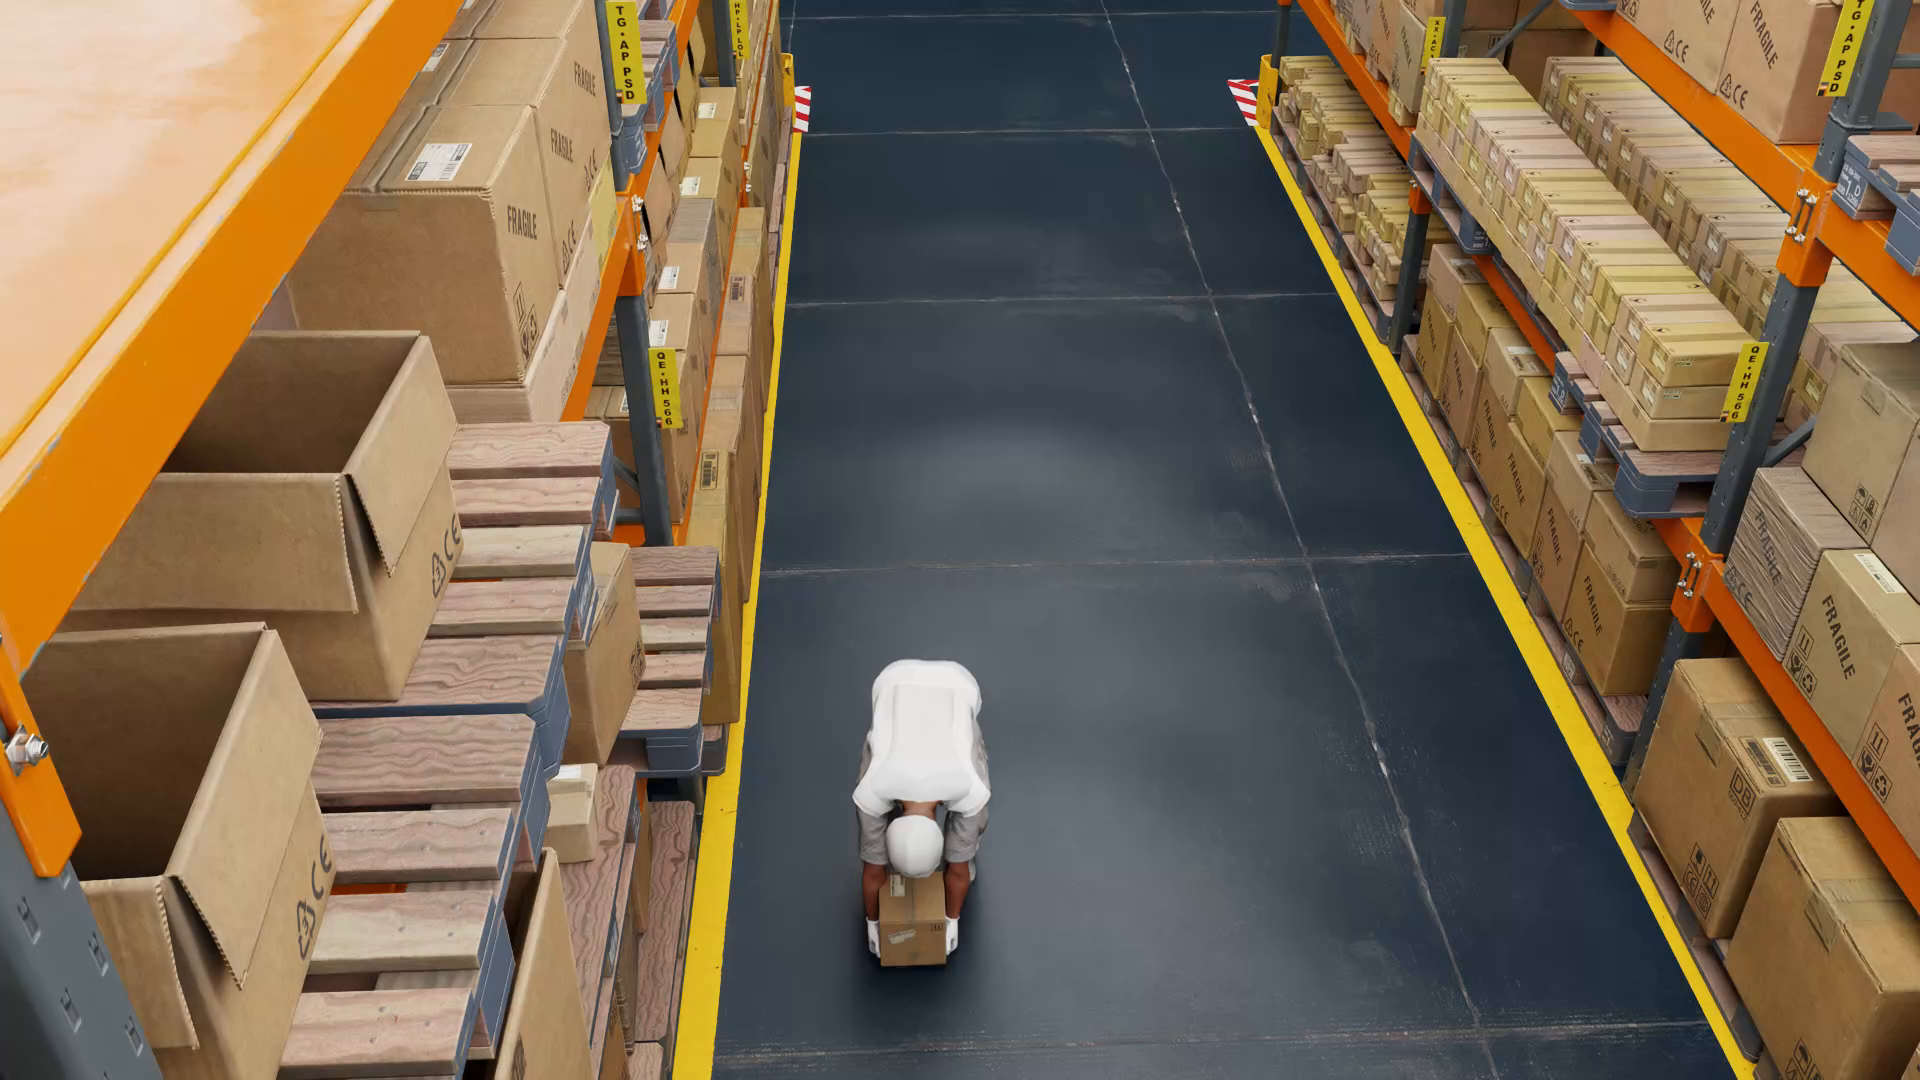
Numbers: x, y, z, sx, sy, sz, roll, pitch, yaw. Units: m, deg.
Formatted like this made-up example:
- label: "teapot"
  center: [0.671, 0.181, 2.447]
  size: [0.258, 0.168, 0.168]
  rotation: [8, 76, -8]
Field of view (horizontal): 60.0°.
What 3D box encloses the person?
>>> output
- label: "person"
  center: [-0.144, 1.035, 6.425]
  size: [0.532, 0.946, 0.981]
  rotation: [3, 35, 4]
